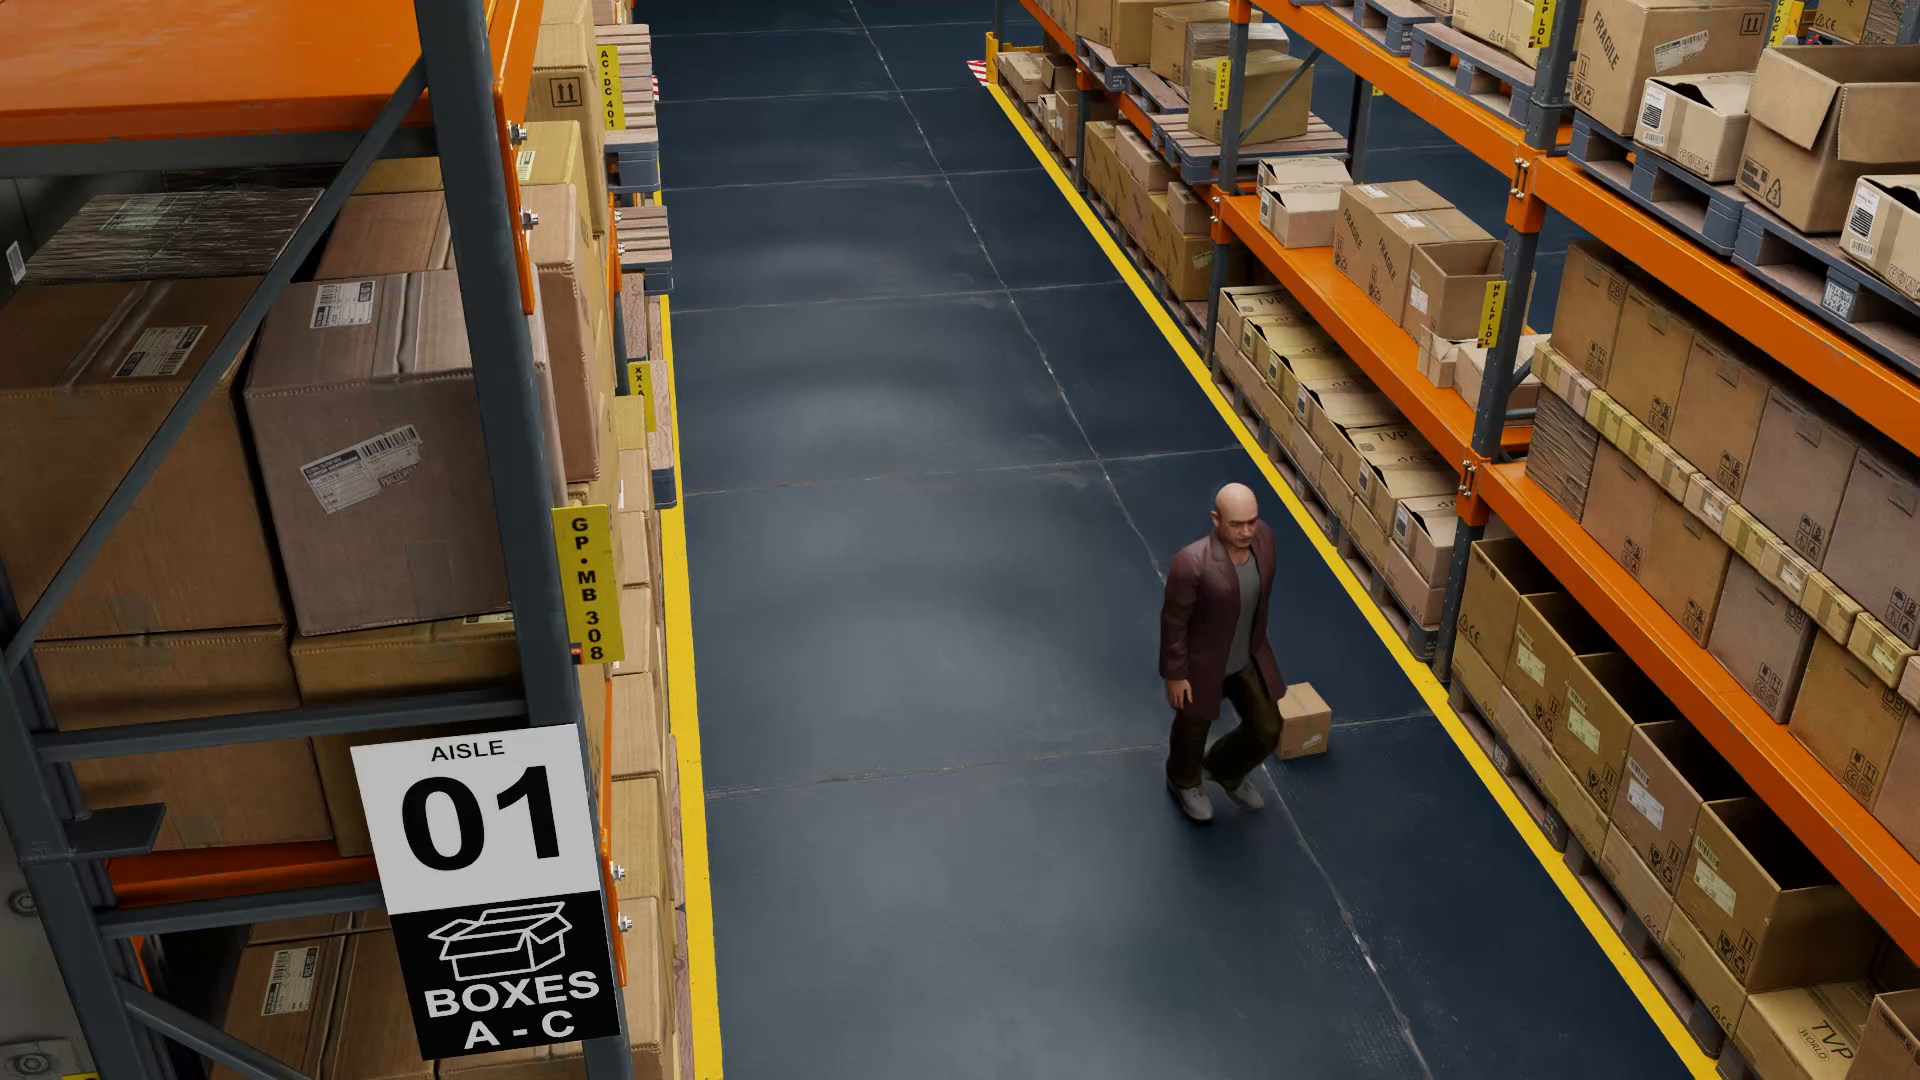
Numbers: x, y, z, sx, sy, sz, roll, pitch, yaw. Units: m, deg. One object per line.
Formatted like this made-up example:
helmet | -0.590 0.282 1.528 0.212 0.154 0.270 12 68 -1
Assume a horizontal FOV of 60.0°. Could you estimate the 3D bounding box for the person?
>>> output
person | 1.118 0.498 7.263 0.618 1.763 0.556 -13 33 -21
